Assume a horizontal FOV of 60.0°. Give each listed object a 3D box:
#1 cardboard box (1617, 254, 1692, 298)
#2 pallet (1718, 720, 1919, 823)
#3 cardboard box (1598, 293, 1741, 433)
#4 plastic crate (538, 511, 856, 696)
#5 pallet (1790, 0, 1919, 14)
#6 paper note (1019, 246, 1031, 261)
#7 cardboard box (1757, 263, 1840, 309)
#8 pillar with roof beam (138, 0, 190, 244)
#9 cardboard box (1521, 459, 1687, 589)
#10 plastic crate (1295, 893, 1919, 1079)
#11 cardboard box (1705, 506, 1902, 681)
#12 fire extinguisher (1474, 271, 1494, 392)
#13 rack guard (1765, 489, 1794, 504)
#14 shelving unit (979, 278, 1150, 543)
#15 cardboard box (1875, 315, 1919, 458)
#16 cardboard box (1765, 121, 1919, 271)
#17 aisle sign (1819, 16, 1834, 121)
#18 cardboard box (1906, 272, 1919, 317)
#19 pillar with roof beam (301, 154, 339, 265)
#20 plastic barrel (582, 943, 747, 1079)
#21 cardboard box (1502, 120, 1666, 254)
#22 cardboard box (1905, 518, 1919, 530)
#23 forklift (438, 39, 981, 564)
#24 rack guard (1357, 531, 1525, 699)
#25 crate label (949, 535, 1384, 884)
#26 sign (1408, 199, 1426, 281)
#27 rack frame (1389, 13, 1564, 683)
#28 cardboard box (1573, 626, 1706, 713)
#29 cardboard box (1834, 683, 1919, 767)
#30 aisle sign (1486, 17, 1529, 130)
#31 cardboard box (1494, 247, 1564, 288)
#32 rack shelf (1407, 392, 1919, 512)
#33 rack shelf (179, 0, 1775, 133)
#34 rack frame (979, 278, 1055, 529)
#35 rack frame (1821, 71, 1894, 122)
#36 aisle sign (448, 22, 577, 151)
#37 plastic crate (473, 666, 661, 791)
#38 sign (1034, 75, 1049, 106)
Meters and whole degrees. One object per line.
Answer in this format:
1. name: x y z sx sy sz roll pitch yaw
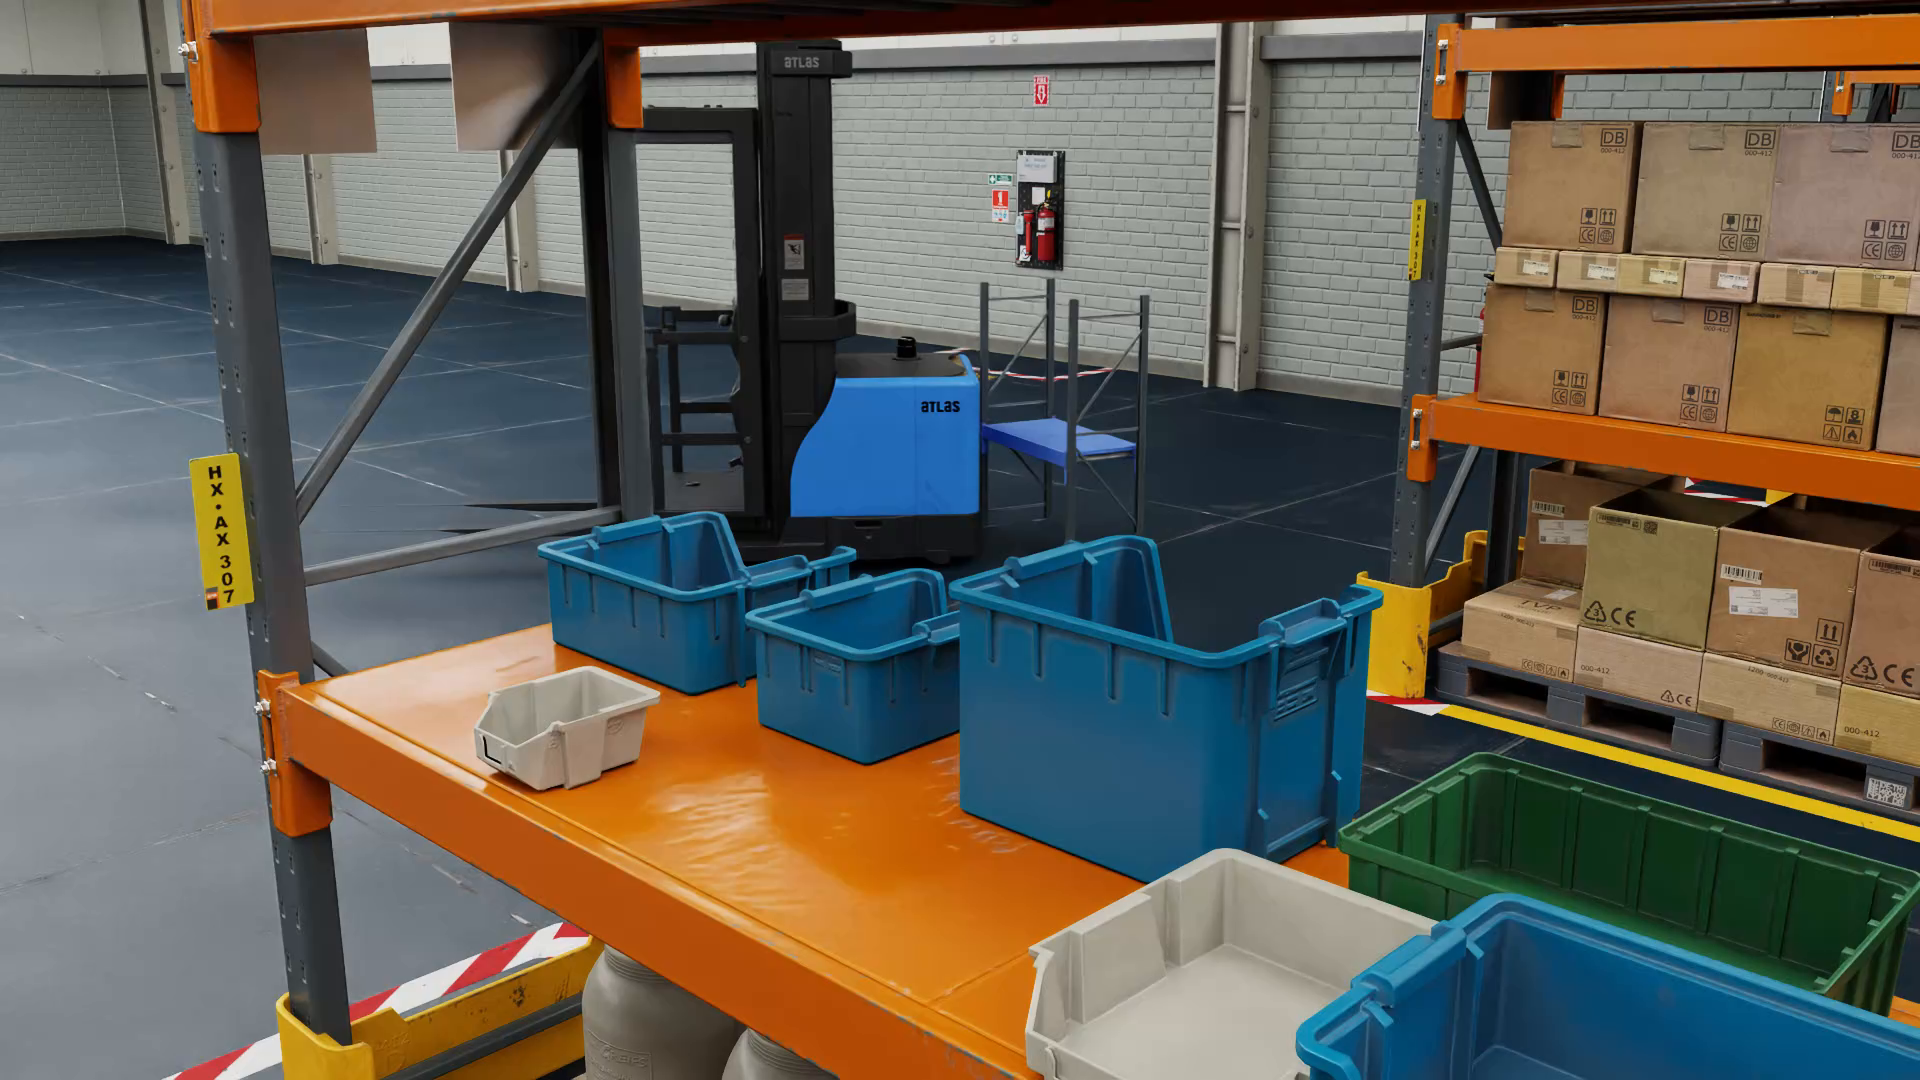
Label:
1. cardboard box: 2.778 -1.045 6.509 0.250 0.149 0.380 14 20 42
2. pallet: 3.728 0.809 6.409 1.213 0.211 1.003 14 20 42
3. cardboard box: 2.983 -0.754 6.677 0.700 0.500 0.500 -14 20 -43
4. plastic crate: -0.599 0.123 3.804 0.616 0.251 0.499 14 20 42
5. pallet: 3.648 -1.947 5.682 1.213 0.211 1.003 14 20 42
6. paper note: 0.663 -2.921 16.942 0.142 0.148 0.016 14 20 42
7. cardboard box: 3.151 -0.954 6.161 0.250 0.149 0.380 13 19 40
8. pillar with roof beam: -17.770 -9.187 27.342 0.400 9.000 9.100 14 20 42
9. cardboard box: 2.867 -0.076 7.408 0.500 0.500 0.500 14 20 42
10. plastic crate: 0.728 0.646 1.800 0.616 0.251 0.499 14 20 42
11. cardboard box: 3.236 0.191 6.384 0.500 0.500 0.500 14 20 42
12. fire extinguisher: 2.511 -0.948 7.774 0.183 0.674 0.296 14 20 42
13. rack guard: 5.764 -0.557 11.079 0.348 0.500 1.175 14 20 42
14. shelving unit: 0.582 -0.711 9.687 0.538 1.500 1.048 -7 16 -27
15. cardboard box: 3.718 -0.574 5.988 0.700 0.500 0.500 -14 20 -43
16. cardboard box: 3.385 -1.284 6.140 0.500 0.500 0.700 14 20 42
17. aisle sign: 5.450 -2.996 10.326 0.004 0.787 0.394 14 20 42
18. cardboard box: 3.513 -0.866 5.820 0.250 0.149 0.380 14 20 43
19. pillar with roof beam: -13.451 -8.137 23.312 0.400 9.000 9.100 14 20 42
20. plastic barrel: -0.640 1.120 3.785 0.421 0.512 0.421 0 15 0
21. cardboard box: 2.639 -1.463 6.827 0.500 0.500 0.700 14 20 42
22. cardboard box: 3.956 0.184 6.409 0.500 0.500 0.500 14 20 42
23. forklift: -1.418 -1.367 9.364 3.031 2.935 1.130 -1 15 -3
24. rack guard: 2.257 0.325 7.693 0.348 0.500 1.175 14 20 42
25. crate label: 0.346 0.274 2.861 0.616 0.435 0.502 14 20 42
26. sign: 1.885 -1.238 6.860 0.005 0.325 0.100 14 20 42
27. rack frame: 2.274 -0.880 7.361 0.127 3.000 1.000 14 20 42
28. cardboard box: 2.868 0.468 6.807 0.500 0.250 0.500 14 20 42
29. cardboard box: 3.584 0.644 6.131 0.500 0.250 0.500 14 20 42
30. aisle sign: 2.431 -2.203 7.282 0.004 0.787 0.394 14 20 42
31. cardboard box: 2.407 -1.135 6.853 0.250 0.149 0.380 13 20 42
32. rack shelf: 3.714 -0.182 6.109 4.000 0.370 1.077 14 20 42
33. rack shelf: 0.273 -0.735 2.282 4.000 0.370 1.077 14 20 42
34. rack frame: 0.347 -0.825 10.123 0.500 1.500 0.032 -7 16 -27
35. rack frame: 5.710 -1.780 10.815 0.127 3.000 1.000 14 20 42
36. aisle sign: -1.012 -1.306 3.841 0.004 0.787 0.394 14 20 42
37. plastic crate: -0.746 0.361 3.121 0.250 0.136 0.298 14 20 42
38. sign: 0.806 -4.445 16.446 0.199 0.298 0.001 14 20 42
